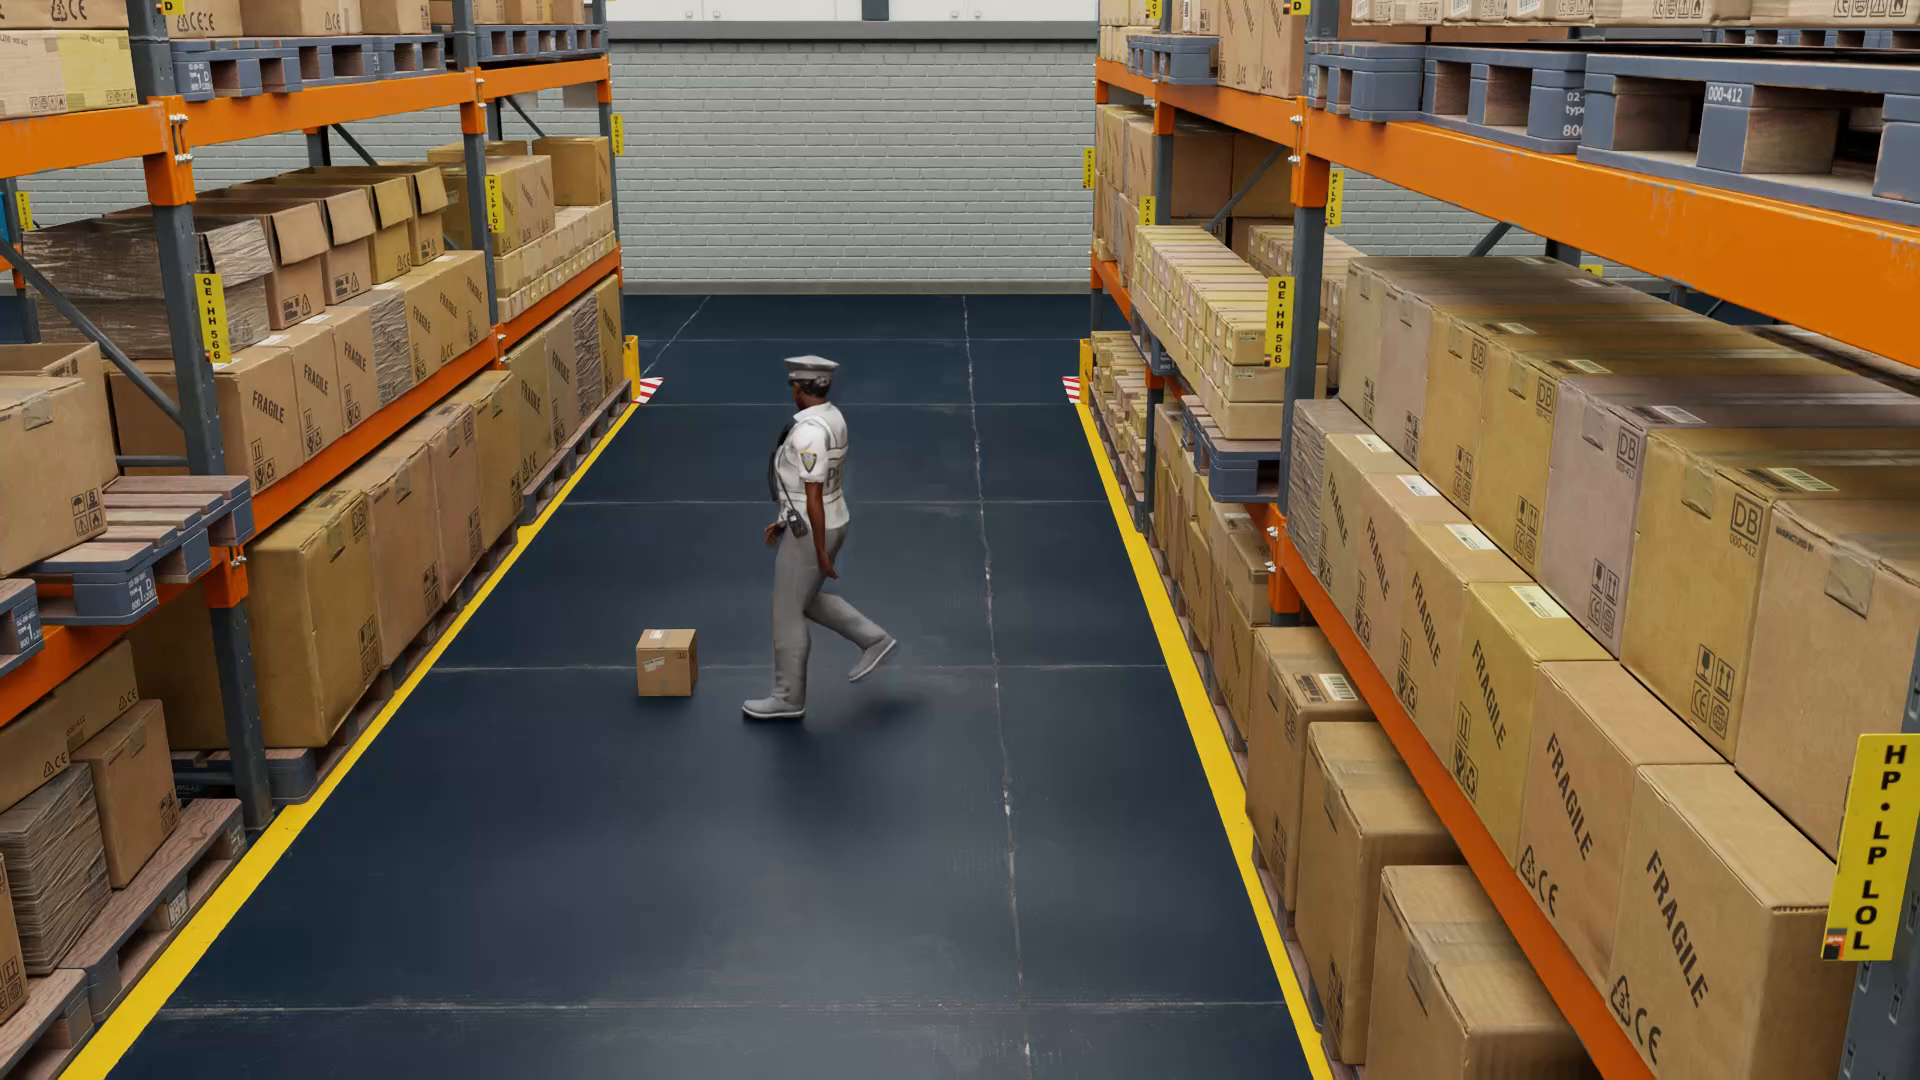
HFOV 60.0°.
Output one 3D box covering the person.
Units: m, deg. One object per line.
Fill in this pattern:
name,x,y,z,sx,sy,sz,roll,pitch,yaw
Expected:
person,-0.650,-0.019,7.609,0.662,1.634,0.516,3,17,10
